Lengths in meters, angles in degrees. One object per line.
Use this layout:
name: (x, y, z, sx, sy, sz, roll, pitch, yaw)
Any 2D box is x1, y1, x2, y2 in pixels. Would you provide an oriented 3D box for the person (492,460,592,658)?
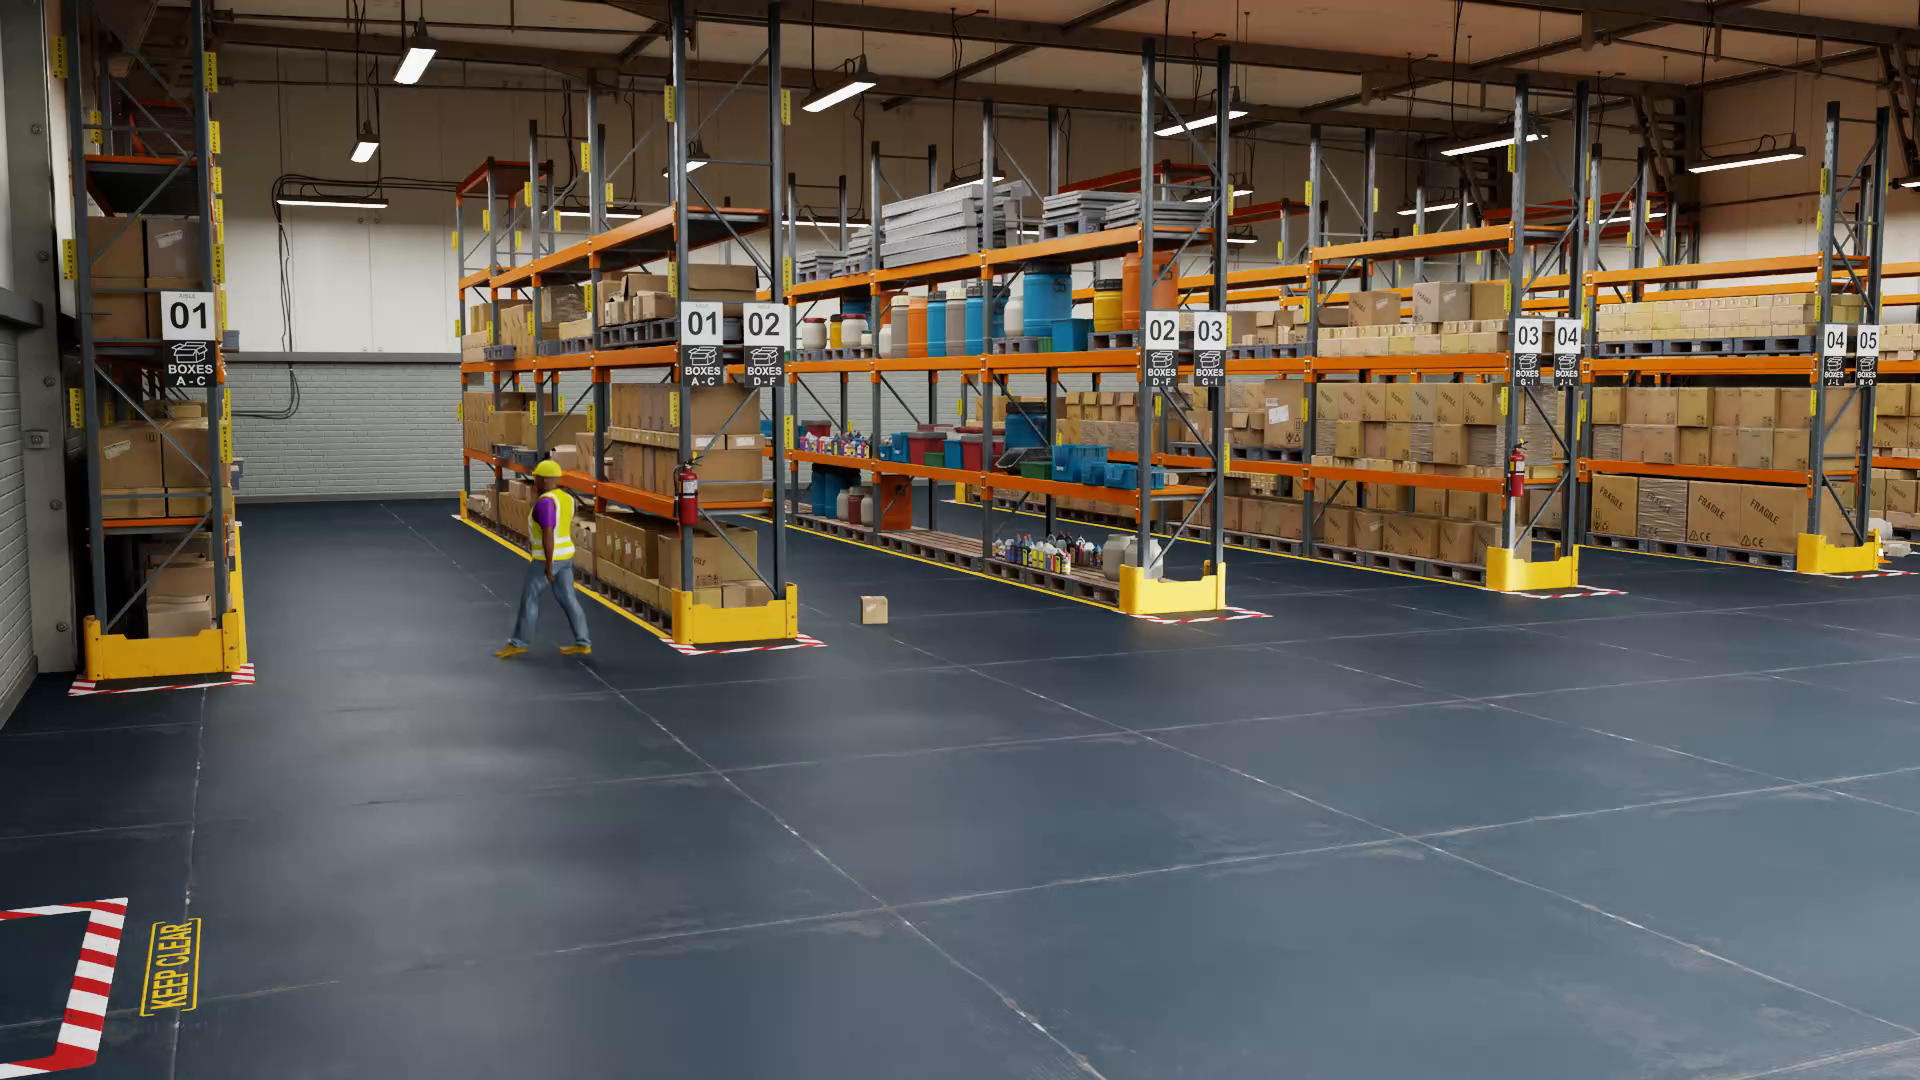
person: (-3.684, 0.167, 14.791, 0.893, 1.753, 0.595, 2, 6, 16)
